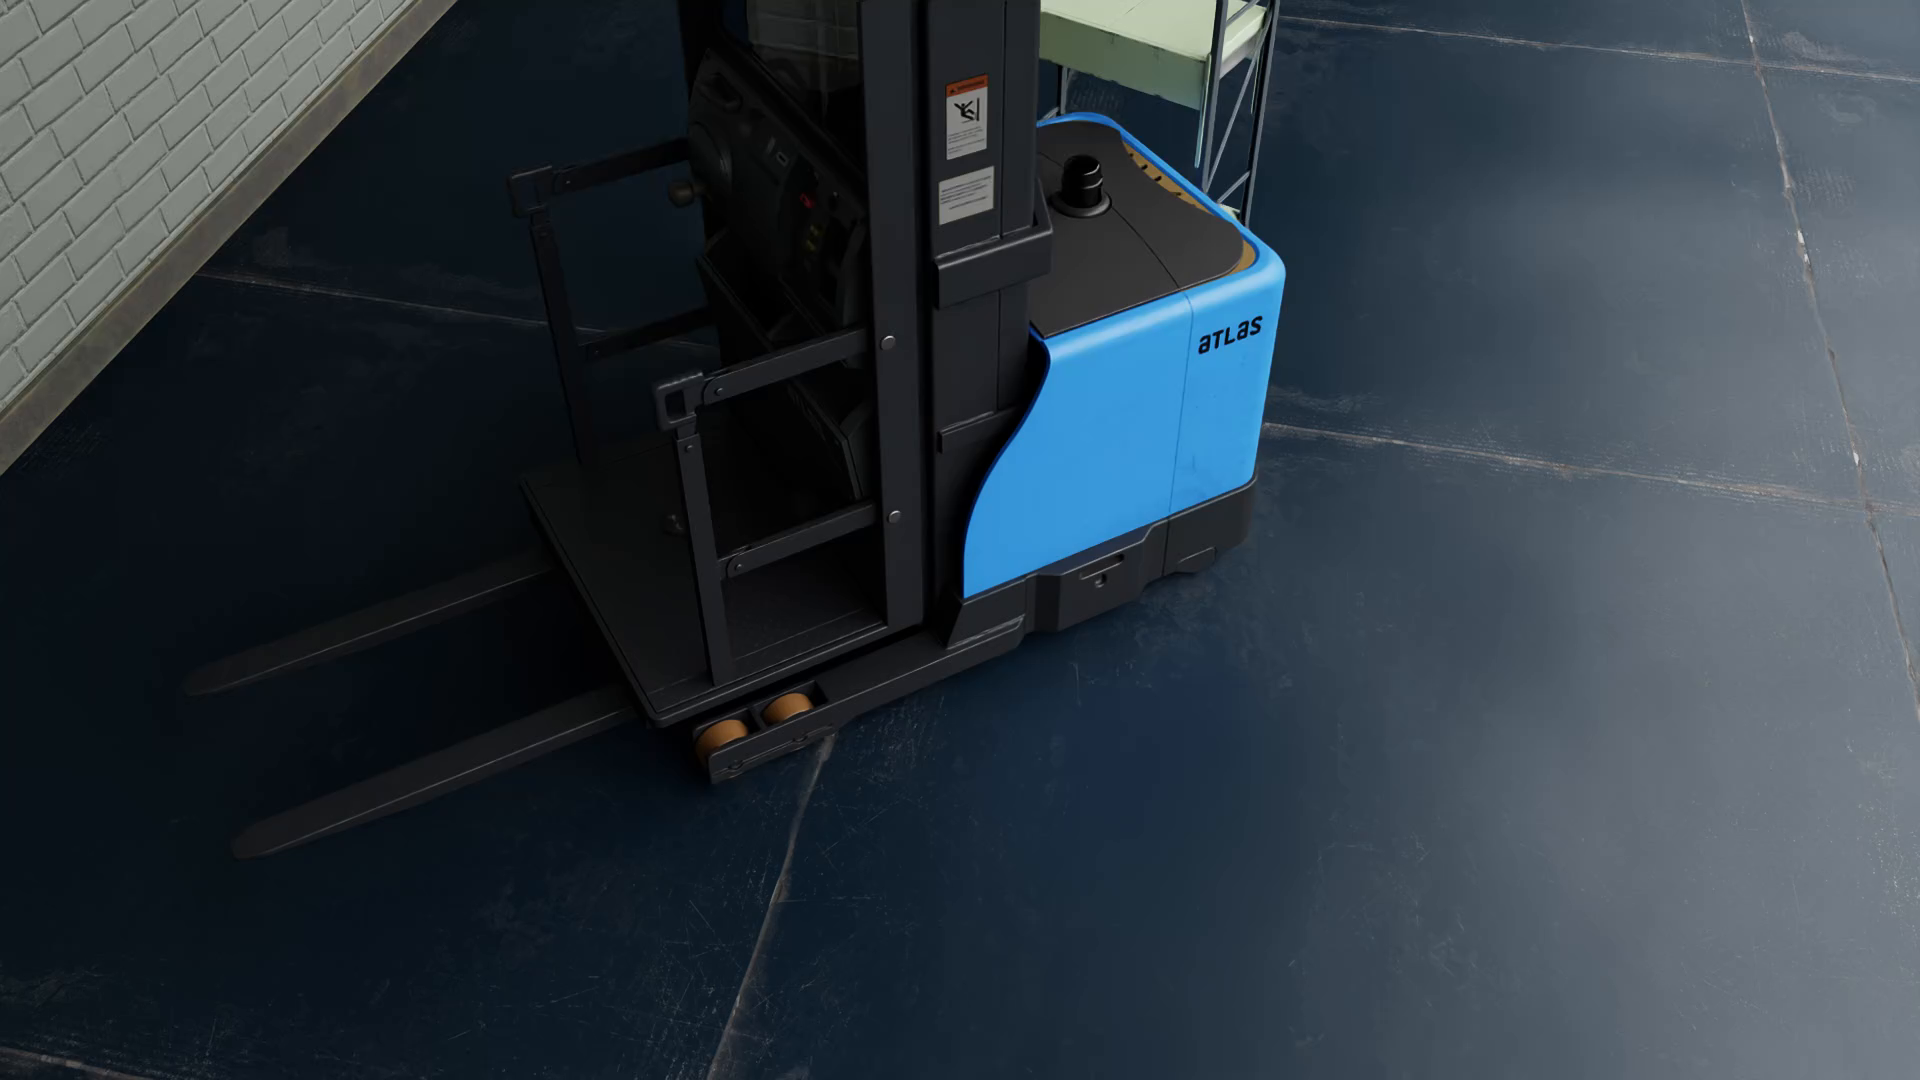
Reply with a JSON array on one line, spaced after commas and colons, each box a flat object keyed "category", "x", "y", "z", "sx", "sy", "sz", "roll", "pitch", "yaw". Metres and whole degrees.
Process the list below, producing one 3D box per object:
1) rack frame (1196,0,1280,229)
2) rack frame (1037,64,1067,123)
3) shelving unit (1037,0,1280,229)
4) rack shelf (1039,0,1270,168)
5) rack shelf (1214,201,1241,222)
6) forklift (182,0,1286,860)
[{"category": "rack frame", "x": 0.844, "y": -1.095, "z": 5.306, "sx": 0.023, "sy": 1.500, "sz": 0.400, "roll": 25, "pitch": 49, "yaw": 24}, {"category": "rack frame", "x": 0.241, "y": -1.383, "z": 5.605, "sx": 0.023, "sy": 1.500, "sz": 0.400, "roll": 25, "pitch": 49, "yaw": 24}, {"category": "shelving unit", "x": 0.542, "y": -1.239, "z": 5.456, "sx": 0.755, "sy": 1.500, "sz": 0.431, "roll": 25, "pitch": 49, "yaw": 24}, {"category": "rack shelf", "x": 0.542, "y": -1.520, "z": 5.185, "sx": 0.720, "sy": 0.370, "sz": 0.431, "roll": 25, "pitch": 49, "yaw": 24}, {"category": "rack shelf", "x": 0.542, "y": -1.004, "z": 5.682, "sx": 0.720, "sy": 0.370, "sz": 0.431, "roll": 25, "pitch": 49, "yaw": 24}, {"category": "forklift", "x": -0.636, "y": -0.822, "z": 3.991, "sx": 3.031, "sy": 2.935, "sz": 1.130, "roll": -21, "pitch": 48, "yaw": -21}]
